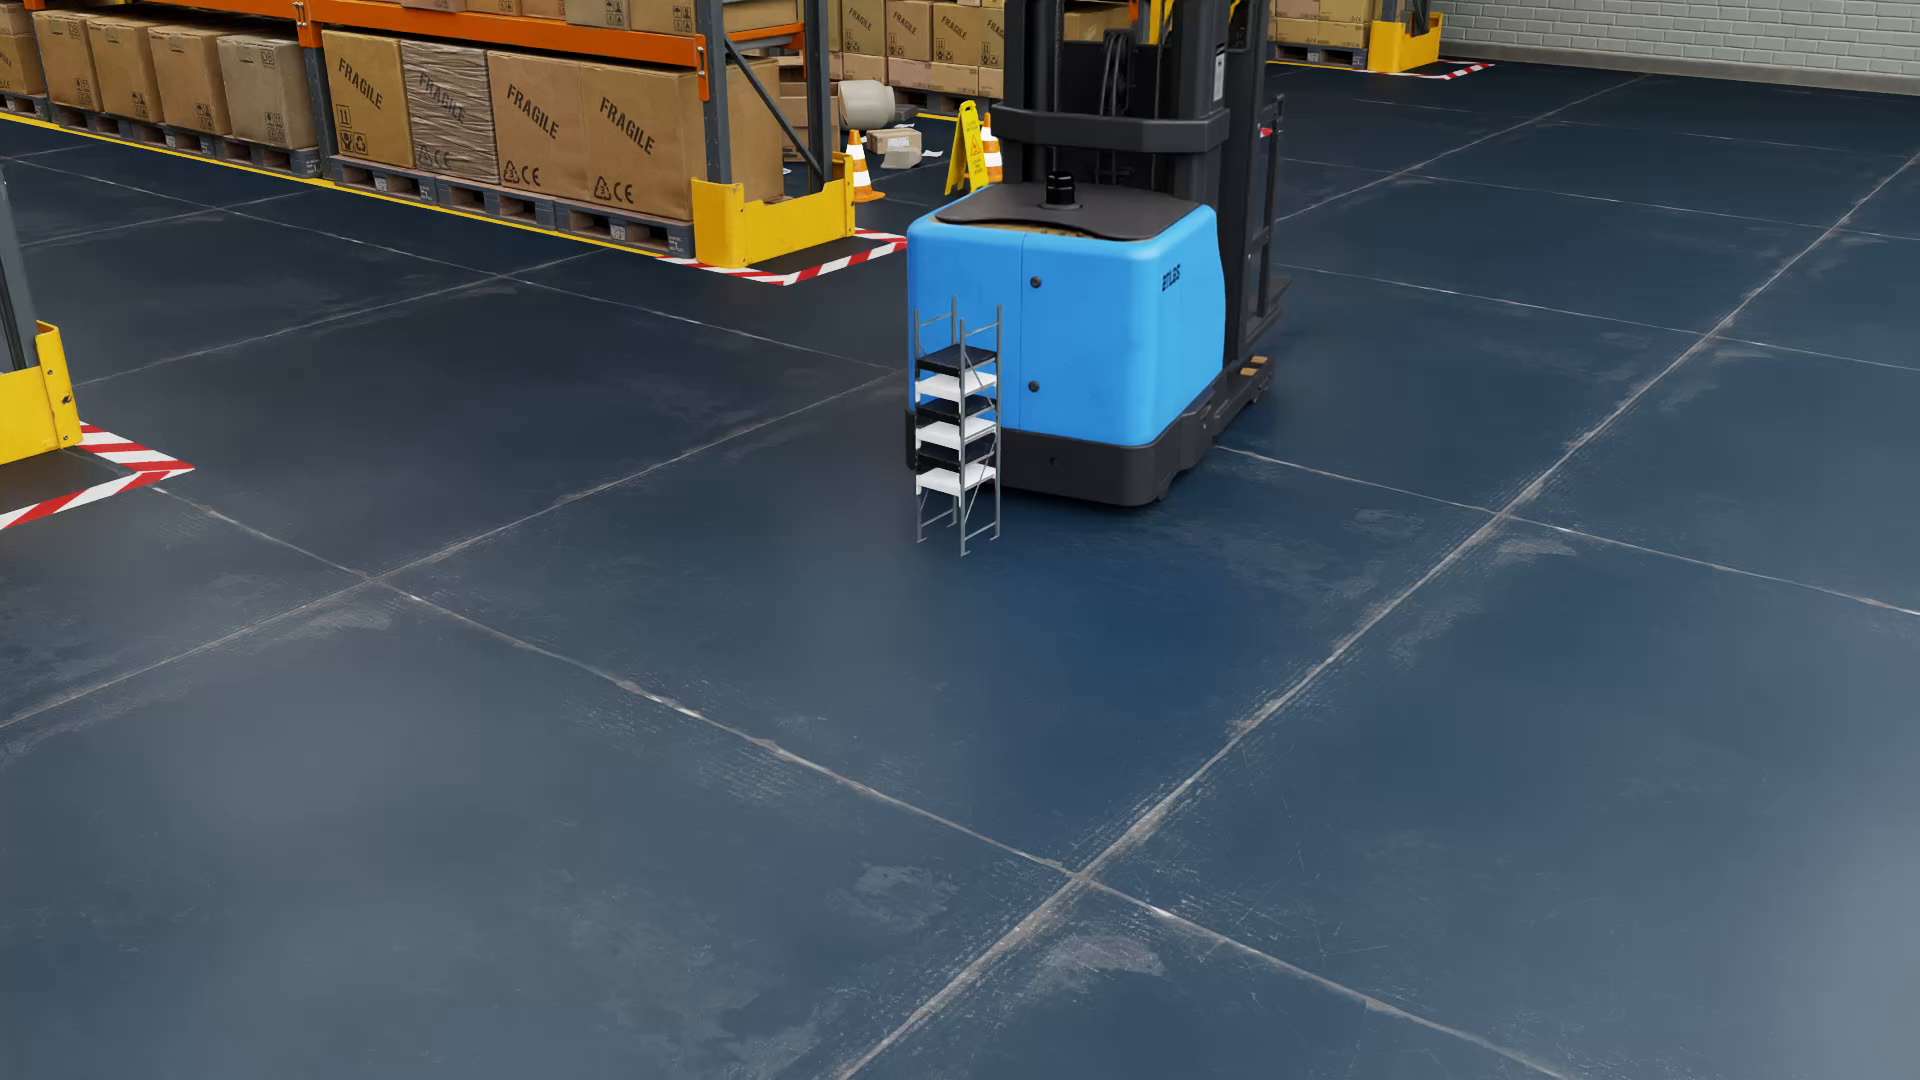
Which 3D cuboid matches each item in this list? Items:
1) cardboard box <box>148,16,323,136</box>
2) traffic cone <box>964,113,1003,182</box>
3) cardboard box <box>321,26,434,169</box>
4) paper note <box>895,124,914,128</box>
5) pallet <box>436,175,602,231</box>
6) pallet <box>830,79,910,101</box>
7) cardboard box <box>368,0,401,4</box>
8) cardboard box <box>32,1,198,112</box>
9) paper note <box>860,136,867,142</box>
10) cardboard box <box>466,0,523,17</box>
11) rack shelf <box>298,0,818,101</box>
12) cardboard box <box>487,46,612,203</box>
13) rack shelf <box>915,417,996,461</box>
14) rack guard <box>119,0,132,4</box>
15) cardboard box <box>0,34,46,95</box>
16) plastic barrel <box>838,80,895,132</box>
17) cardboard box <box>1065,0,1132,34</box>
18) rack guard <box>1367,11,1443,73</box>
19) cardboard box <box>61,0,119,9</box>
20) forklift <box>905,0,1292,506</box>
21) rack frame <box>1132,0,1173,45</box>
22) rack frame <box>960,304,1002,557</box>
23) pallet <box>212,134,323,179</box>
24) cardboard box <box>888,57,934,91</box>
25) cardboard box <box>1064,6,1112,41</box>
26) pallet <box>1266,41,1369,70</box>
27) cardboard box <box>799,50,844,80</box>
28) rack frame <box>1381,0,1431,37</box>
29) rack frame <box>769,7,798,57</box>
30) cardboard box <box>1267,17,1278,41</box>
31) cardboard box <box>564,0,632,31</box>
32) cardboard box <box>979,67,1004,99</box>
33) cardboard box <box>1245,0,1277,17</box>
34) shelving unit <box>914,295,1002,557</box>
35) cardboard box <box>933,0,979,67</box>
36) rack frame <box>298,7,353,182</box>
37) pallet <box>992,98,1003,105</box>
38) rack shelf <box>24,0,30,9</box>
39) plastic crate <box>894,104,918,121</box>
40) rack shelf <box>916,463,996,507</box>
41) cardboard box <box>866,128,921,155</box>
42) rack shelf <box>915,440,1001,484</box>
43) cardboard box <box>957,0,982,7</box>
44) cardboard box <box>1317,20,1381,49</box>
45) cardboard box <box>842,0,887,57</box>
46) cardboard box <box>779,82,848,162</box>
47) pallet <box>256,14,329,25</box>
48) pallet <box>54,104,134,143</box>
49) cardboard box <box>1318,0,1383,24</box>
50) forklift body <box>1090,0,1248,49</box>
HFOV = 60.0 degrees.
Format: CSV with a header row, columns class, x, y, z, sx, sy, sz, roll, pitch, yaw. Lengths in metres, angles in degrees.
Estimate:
class,x,y,z,sx,sy,sz,roll,pitch,yaw
cardboard box,-5.679,-3.700,13.197,0.750,0.750,1.050,17,29,33
traffic cone,0.219,-2.923,12.310,0.334,0.463,0.336,17,29,33
cardboard box,-3.897,-3.227,11.969,0.875,0.875,0.875,17,29,34
paper note,-0.479,-3.573,14.322,0.148,0.019,0.142,7,25,15
pallet,-2.817,-2.402,11.440,1.213,0.211,1.003,17,29,33
pallet,-0.912,-4.376,15.921,1.213,0.211,1.003,17,29,33
cardboard box,-3.603,-4.040,11.512,0.550,0.550,0.875,17,29,33
cardboard box,-7.126,-4.136,14.185,0.750,0.750,1.050,16,29,33
paper note,-0.810,-3.312,13.744,0.148,0.019,0.142,-15,28,-30
cardboard box,-2.757,-3.775,10.912,0.500,0.550,0.875,17,29,33
rack shelf,-2.758,-3.369,11.069,4.000,0.370,1.077,17,29,33
cardboard box,-2.445,-2.789,10.975,0.875,0.875,0.875,16,29,32
rack shelf,-0.006,-0.383,6.086,0.200,0.077,0.258,17,29,33
rack guard,-11.092,-7.567,22.805,0.348,0.500,1.175,17,29,33
cardboard box,-8.243,-4.272,14.806,0.500,0.500,0.500,17,29,33
plastic barrel,-0.831,-3.668,14.050,0.512,0.421,0.421,-5,24,-12
cardboard box,1.231,-4.403,14.482,0.500,0.500,0.500,16,28,32
rack guard,4.723,-5.289,17.634,0.348,0.500,1.175,17,29,33
cardboard box,-7.966,-4.786,15.040,0.500,0.250,0.500,15,28,31
forklift,0.842,-2.034,7.232,1.130,2.935,3.031,10,26,22
rack frame,1.730,-4.836,13.506,0.127,3.000,1.000,17,29,33
rack frame,0.075,-0.389,6.017,0.006,0.900,0.240,17,29,33
pallet,-5.021,-3.068,12.952,1.213,0.211,1.003,17,29,33
cardboard box,-0.301,-4.255,15.076,0.500,0.250,0.500,16,29,33
cardboard box,0.933,-4.223,14.073,0.500,0.500,0.500,17,29,34
pallet,4.067,-5.334,18.094,1.213,0.211,1.003,17,29,33
cardboard box,-1.161,-4.508,15.650,0.500,0.250,0.500,15,28,31
rack frame,4.704,-6.439,17.143,0.127,3.000,1.000,17,29,33
rack frame,-1.471,-5.803,15.701,0.127,3.000,1.000,17,29,33
cardboard box,3.351,-5.631,18.200,0.500,0.250,0.500,17,29,34
cardboard box,-1.935,-3.484,10.252,0.550,0.550,0.875,17,29,33
cardboard box,0.512,-4.007,14.513,0.500,0.250,0.500,17,29,33
cardboard box,3.306,-5.861,18.101,0.500,0.250,0.500,16,28,32
shelving unit,-0.006,-0.414,6.073,0.210,0.900,0.258,17,29,33
cardboard box,0.113,-4.472,14.639,0.500,0.500,0.500,16,28,32
rack frame,-4.359,-4.182,12.021,0.127,3.000,1.000,17,29,33
pallet,1.040,-3.786,14.582,1.213,0.211,1.003,17,29,33
rack shelf,-9.160,-5.304,15.459,4.000,0.370,1.077,17,29,33
plastic crate,-0.706,-3.823,14.828,0.583,0.080,0.402,7,25,15
rack shelf,-0.006,-0.219,6.159,0.200,0.077,0.258,17,29,33
cardboard box,-0.530,-3.197,13.321,0.380,0.149,0.250,-10,26,-21
rack shelf,-0.006,-0.301,6.123,0.200,0.077,0.258,17,29,33
cardboard box,0.189,-4.713,14.381,0.250,0.149,0.380,18,30,35
cardboard box,4.139,-5.384,17.639,0.500,0.250,0.500,17,29,34
cardboard box,-0.725,-4.725,15.213,0.500,0.500,0.500,18,30,35
cardboard box,-1.194,-3.302,13.120,0.637,0.503,0.797,-1,24,-3
pallet,-8.434,-6.671,21.129,1.213,0.211,1.003,17,29,33
pallet,-6.974,-3.658,14.291,1.213,0.211,1.003,17,29,33
cardboard box,4.127,-5.618,17.550,0.500,0.250,0.500,16,29,33
forklift body,2.092,-5.920,17.019,1.214,2.155,2.313,17,29,33
